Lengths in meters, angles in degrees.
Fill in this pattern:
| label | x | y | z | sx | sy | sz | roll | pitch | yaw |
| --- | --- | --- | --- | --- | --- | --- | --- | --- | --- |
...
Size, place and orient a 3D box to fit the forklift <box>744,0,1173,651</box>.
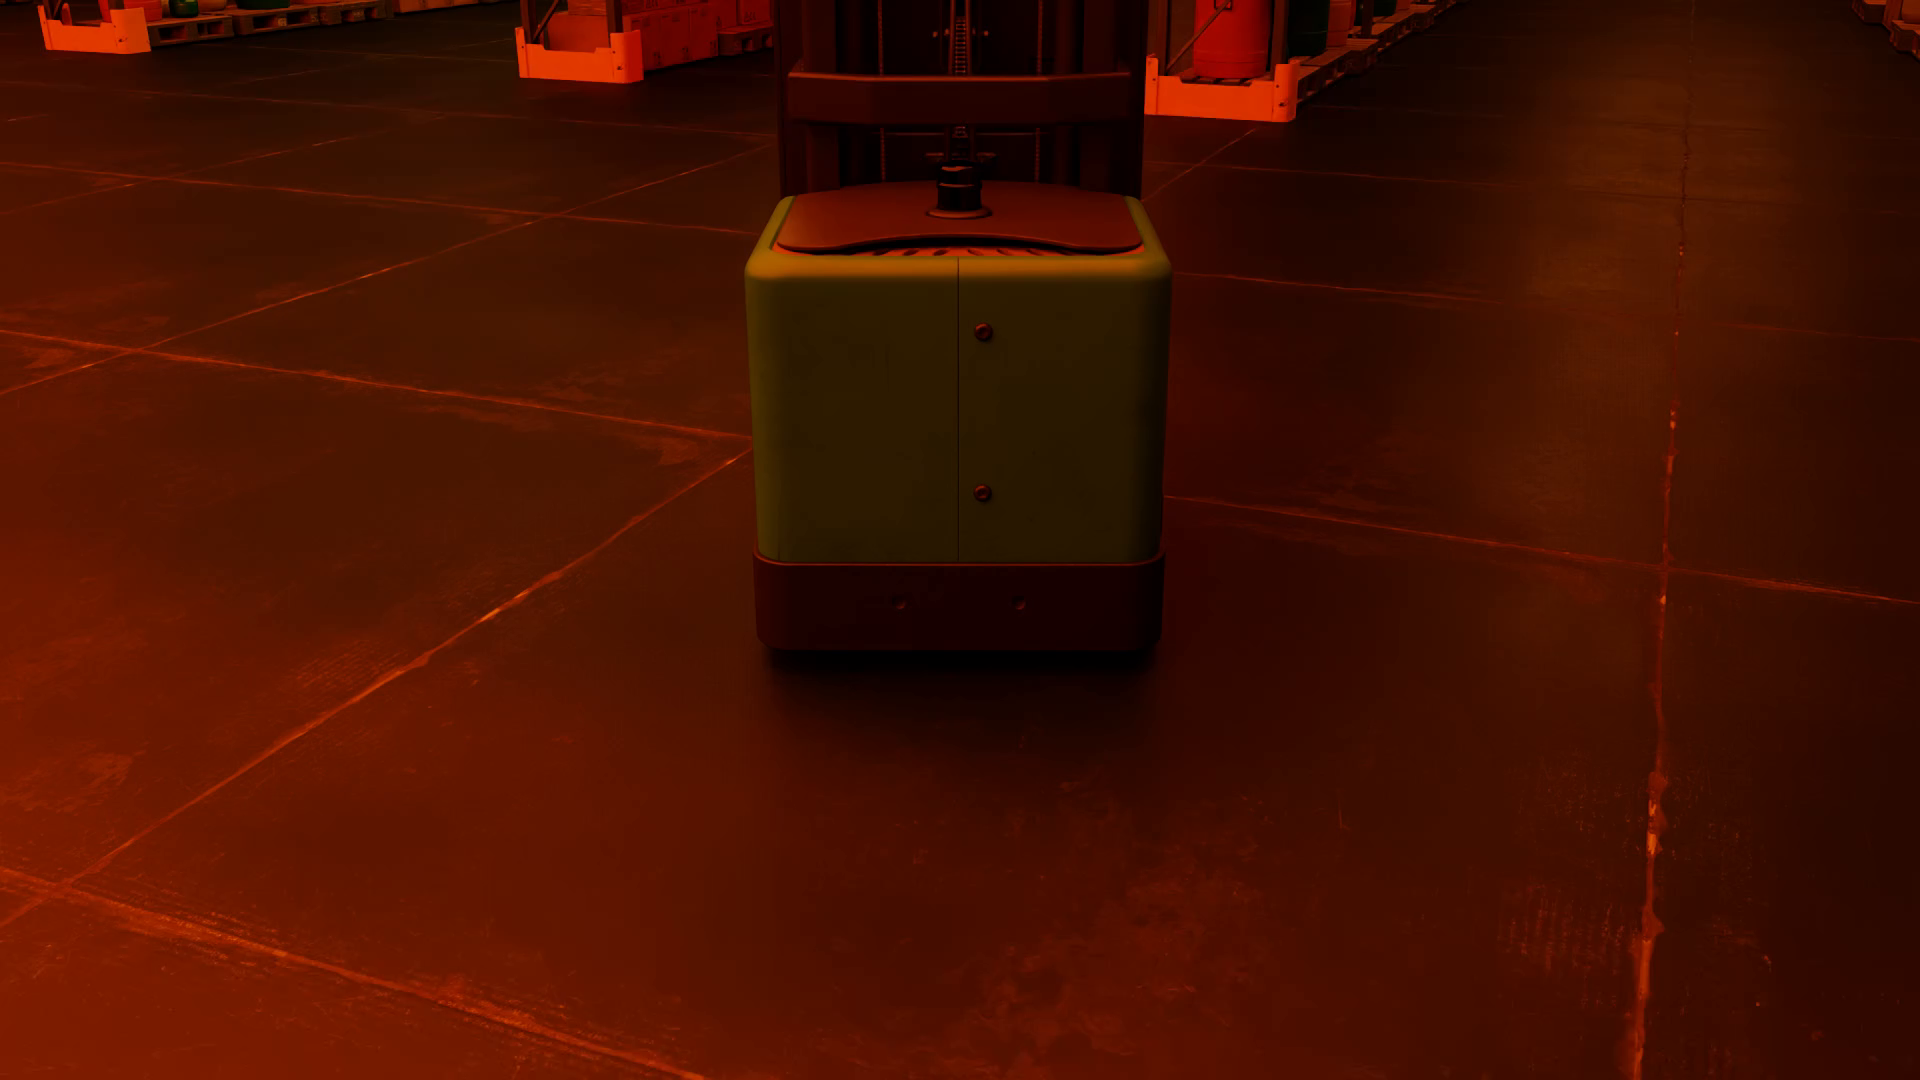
| label | x | y | z | sx | sy | sz | roll | pitch | yaw |
| --- | --- | --- | --- | --- | --- | --- | --- | --- | --- |
| forklift | 0.002 | -1.587 | 5.089 | 1.130 | 2.935 | 3.031 | 0 | 23 | 0 |
